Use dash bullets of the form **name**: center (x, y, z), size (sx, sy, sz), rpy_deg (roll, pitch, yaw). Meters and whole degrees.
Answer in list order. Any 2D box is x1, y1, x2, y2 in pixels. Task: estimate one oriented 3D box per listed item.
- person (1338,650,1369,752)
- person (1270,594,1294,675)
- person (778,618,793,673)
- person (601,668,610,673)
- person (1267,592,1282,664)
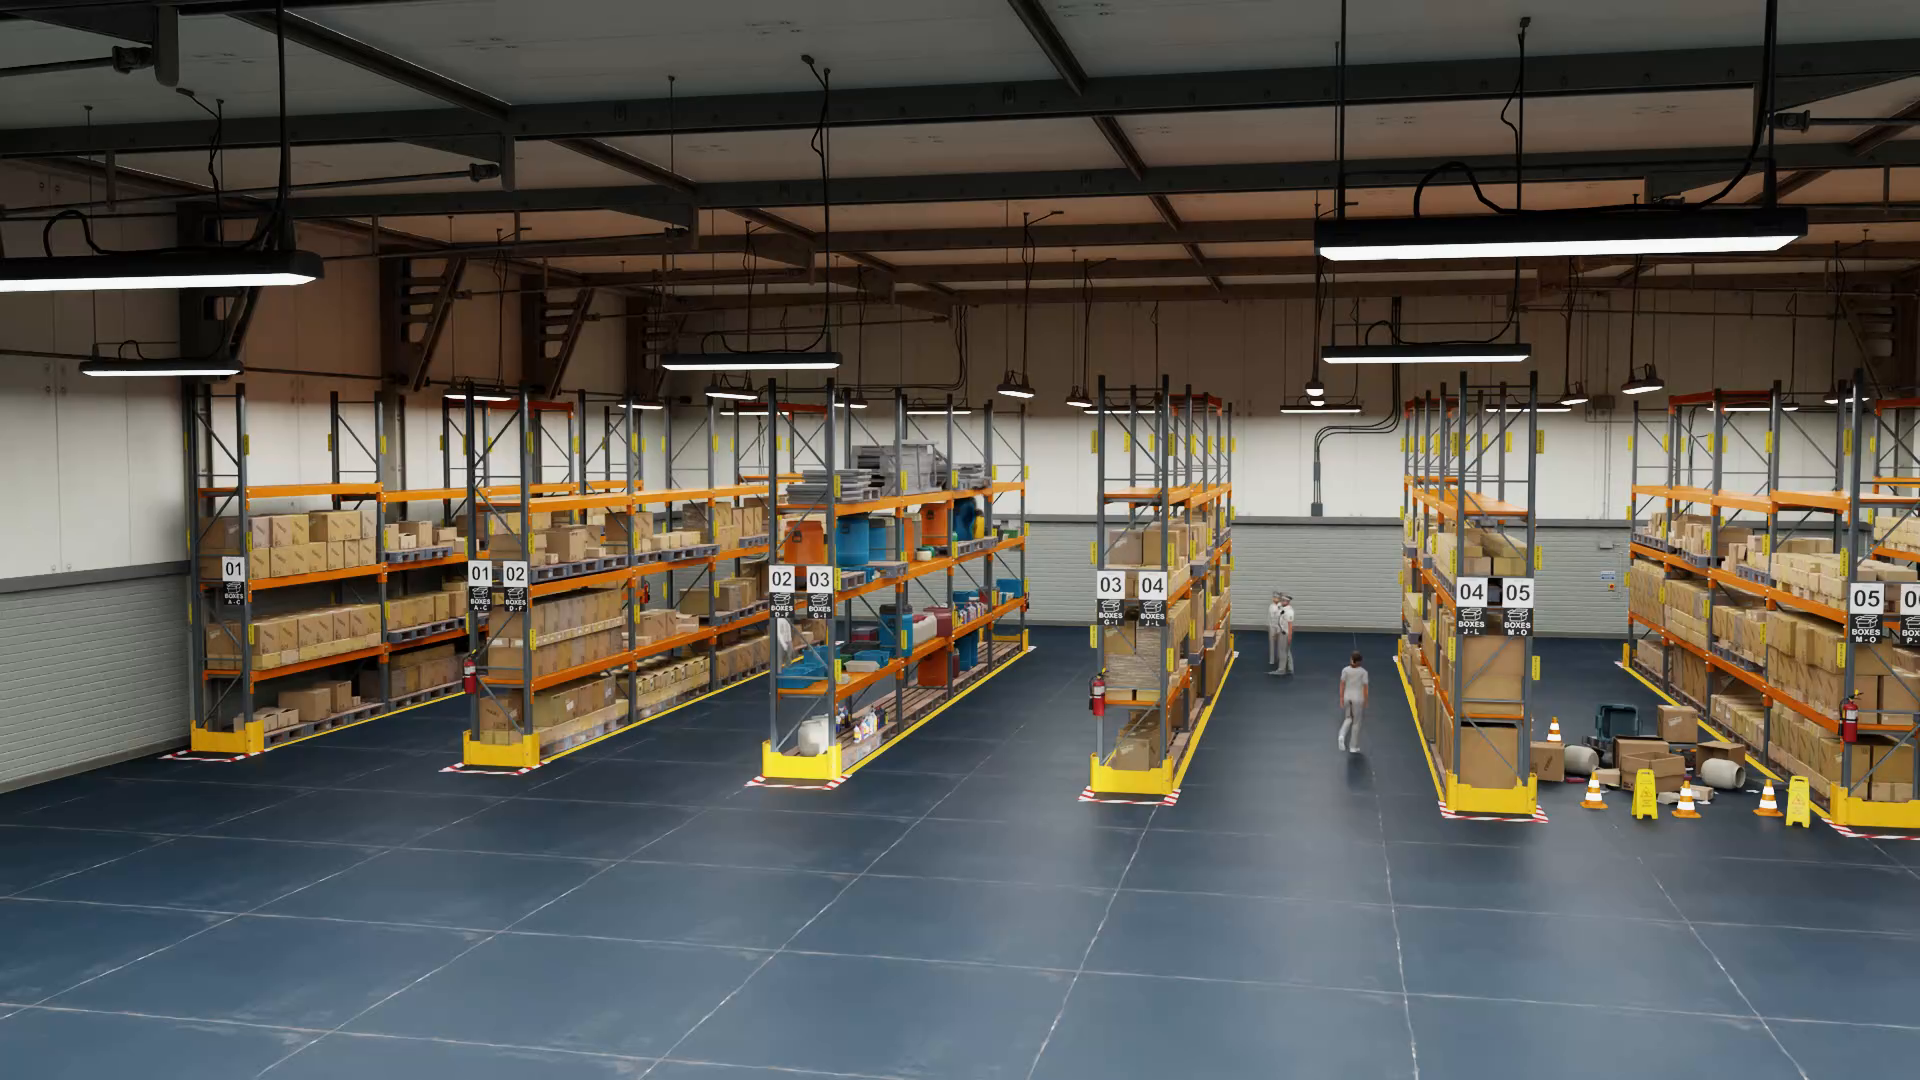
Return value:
- **person**: center (6.367, 2.627, 26.914), size (0.523, 1.642, 0.436), rpy_deg (-3, 5, -44)
- **person**: center (7.027, 2.045, 36.283), size (0.534, 1.762, 0.533), rpy_deg (0, 3, 7)
- **person**: center (-3.662, 2.183, 34.651), size (0.578, 1.713, 0.574), rpy_deg (3, 4, 40)
- **person**: center (-7.480, 2.152, 34.433), size (0.497, 1.782, 0.642), rpy_deg (3, 4, 39)
- **person**: center (7.273, 1.998, 38.142), size (0.435, 1.634, 0.956), rpy_deg (0, 3, 8)
